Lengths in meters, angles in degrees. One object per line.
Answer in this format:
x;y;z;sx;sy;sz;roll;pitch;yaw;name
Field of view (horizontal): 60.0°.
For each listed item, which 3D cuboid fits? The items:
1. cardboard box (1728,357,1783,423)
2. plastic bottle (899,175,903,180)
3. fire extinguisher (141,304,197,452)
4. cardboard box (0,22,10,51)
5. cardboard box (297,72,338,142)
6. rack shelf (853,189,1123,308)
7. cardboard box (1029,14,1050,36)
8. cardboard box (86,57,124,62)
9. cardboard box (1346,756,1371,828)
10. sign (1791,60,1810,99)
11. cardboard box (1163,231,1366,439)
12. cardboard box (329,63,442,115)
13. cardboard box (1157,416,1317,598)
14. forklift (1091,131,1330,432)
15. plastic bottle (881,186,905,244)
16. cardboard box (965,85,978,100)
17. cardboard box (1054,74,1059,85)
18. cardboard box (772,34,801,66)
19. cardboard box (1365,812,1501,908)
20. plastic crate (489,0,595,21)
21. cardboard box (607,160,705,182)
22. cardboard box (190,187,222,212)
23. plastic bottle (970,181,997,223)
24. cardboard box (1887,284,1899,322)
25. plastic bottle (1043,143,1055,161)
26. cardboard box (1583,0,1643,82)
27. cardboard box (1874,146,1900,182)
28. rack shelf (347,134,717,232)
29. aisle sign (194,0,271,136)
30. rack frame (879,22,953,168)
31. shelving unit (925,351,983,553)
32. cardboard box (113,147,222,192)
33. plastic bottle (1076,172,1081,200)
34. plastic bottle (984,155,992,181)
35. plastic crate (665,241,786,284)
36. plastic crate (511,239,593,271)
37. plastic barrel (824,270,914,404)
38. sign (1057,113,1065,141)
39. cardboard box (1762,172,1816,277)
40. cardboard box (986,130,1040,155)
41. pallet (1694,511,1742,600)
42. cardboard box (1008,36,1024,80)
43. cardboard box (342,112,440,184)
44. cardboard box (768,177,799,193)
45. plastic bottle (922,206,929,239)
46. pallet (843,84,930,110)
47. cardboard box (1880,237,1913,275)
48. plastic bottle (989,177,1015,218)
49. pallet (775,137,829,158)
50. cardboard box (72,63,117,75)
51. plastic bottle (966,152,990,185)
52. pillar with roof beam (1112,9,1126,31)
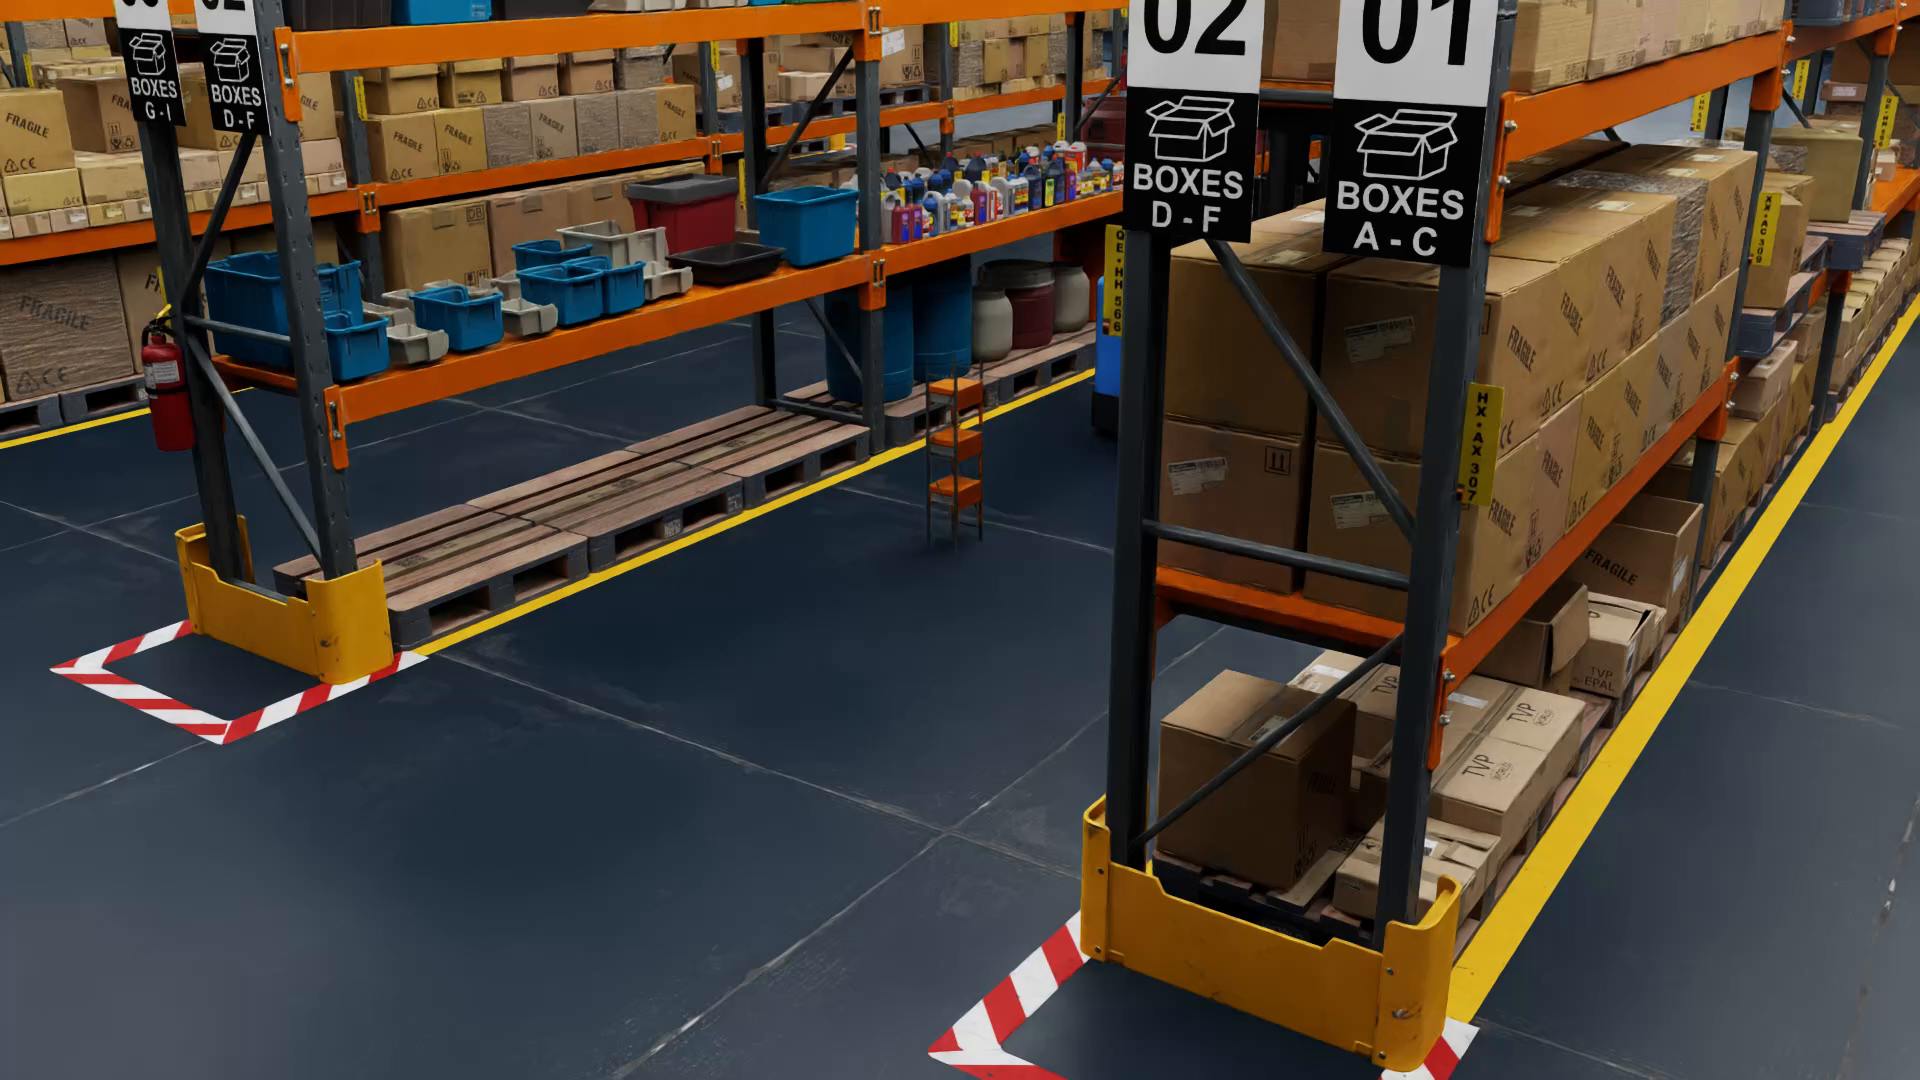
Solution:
4.197;-0.861;9.156;0.500;0.250;0.500;13;24;32;cardboard box
-0.490;-2.431;11.693;0.152;0.276;0.135;13;24;32;plastic bottle
-3.642;-0.750;7.619;0.296;0.674;0.183;13;24;32;fire extinguisher
-11.617;-6.137;19.946;0.500;0.500;0.500;13;24;32;cardboard box
-5.066;-3.267;12.479;0.500;0.500;0.500;14;25;33;cardboard box
0.191;-2.300;12.197;1.077;0.370;4.000;13;24;32;rack shelf
0.764;-6.493;20.480;0.500;0.500;0.500;13;24;32;cardboard box
-8.566;-4.764;16.719;0.380;0.149;0.250;13;24;32;cardboard box
1.317;0.871;6.037;0.380;0.166;0.250;13;24;32;cardboard box
7.199;-3.943;14.239;0.100;0.325;0.005;13;24;32;sign
0.936;-0.646;5.103;0.500;0.500;0.500;13;24;31;cardboard box
-4.677;-3.732;13.440;0.797;0.503;0.637;13;24;30;cardboard box
0.940;-0.178;5.277;0.500;0.500;0.500;14;25;33;cardboard box
2.158;-2.387;11.494;1.130;2.935;3.031;14;25;34;forklift
-0.444;-2.090;10.663;0.144;0.351;0.185;13;24;32;plastic bottle
-0.011;-5.279;19.576;0.380;0.149;0.250;13;24;32;cardboard box
1.038;-5.871;21.176;0.380;0.149;0.250;13;24;32;cardboard box
-2.791;-7.262;24.358;0.875;0.550;0.550;13;24;32;cardboard box
1.573;1.049;5.556;0.380;0.166;0.250;13;24;32;cardboard box
-2.095;-2.679;7.948;0.504;0.338;0.767;13;24;32;plastic crate
-3.186;-3.184;16.006;1.225;0.875;0.875;12;23;29;cardboard box
-5.508;-2.465;11.968;0.380;0.149;0.250;14;24;33;cardboard box
0.163;-2.330;11.419;0.152;0.276;0.135;13;24;32;plastic bottle
7.380;-1.979;13.650;0.500;0.250;0.500;13;24;31;cardboard box
0.717;-3.062;13.405;0.097;0.271;0.097;0;20;0;plastic bottle
1.704;-1.524;4.955;0.500;0.250;0.500;13;24;32;cardboard box
7.316;-3.041;13.356;0.396;0.266;0.258;13;24;31;cardboard box
-3.905;-3.266;14.808;1.077;0.370;4.000;13;24;32;rack shelf
-2.976;-2.057;6.755;0.394;0.787;0.004;13;24;32;aisle sign
-0.532;-5.325;19.337;1.000;3.000;0.127;13;24;32;rack frame
-0.030;-0.477;9.041;0.215;1.050;0.252;13;24;32;shelving unit
-5.636;-2.626;11.827;0.500;0.250;0.500;14;24;33;cardboard box
0.848;-2.628;12.332;0.097;0.201;0.097;0;20;0;plastic bottle
0.198;-2.797;12.688;0.097;0.271;0.097;0;20;0;plastic bottle
-1.340;-1.589;9.548;0.437;0.125;0.590;13;24;32;plastic crate
-2.239;-1.505;9.165;0.416;0.233;0.300;13;24;32;plastic crate
-0.613;-1.429;11.225;0.600;0.901;0.708;13;24;32;plastic barrel
0.857;-3.393;13.880;0.100;0.325;0.005;13;24;32;sign
3.947;-1.643;8.632;0.700;0.500;0.500;18;27;40;cardboard box
0.676;-4.967;21.368;0.500;0.500;0.500;16;26;37;cardboard box
3.588;-0.030;9.041;1.003;0.211;1.213;13;24;32;pallet
0.280;-5.928;20.395;0.875;0.500;0.500;13;24;32;cardboard box
-4.564;-3.160;13.340;0.500;0.500;0.500;13;24;32;cardboard box
-2.119;-3.569;17.559;0.700;0.500;0.500;11;23;27;cardboard box
-0.249;-2.068;10.817;0.097;0.201;0.097;0;20;0;plastic bottle
-1.082;-5.044;18.855;1.003;0.211;1.213;13;24;32;pallet
7.668;-2.390;13.953;0.500;0.311;0.500;13;24;32;cardboard box
0.293;-2.396;11.598;0.152;0.276;0.135;13;24;32;plastic bottle
-2.713;-5.917;24.956;1.003;0.211;1.213;13;24;32;pallet
-8.321;-4.489;15.976;0.380;0.149;0.250;14;25;33;cardboard box
0.134;-2.693;12.293;0.144;0.351;0.185;13;24;32;plastic bottle
8.701;-19.930;50.174;9.100;9.000;0.400;13;24;32;pillar with roof beam
